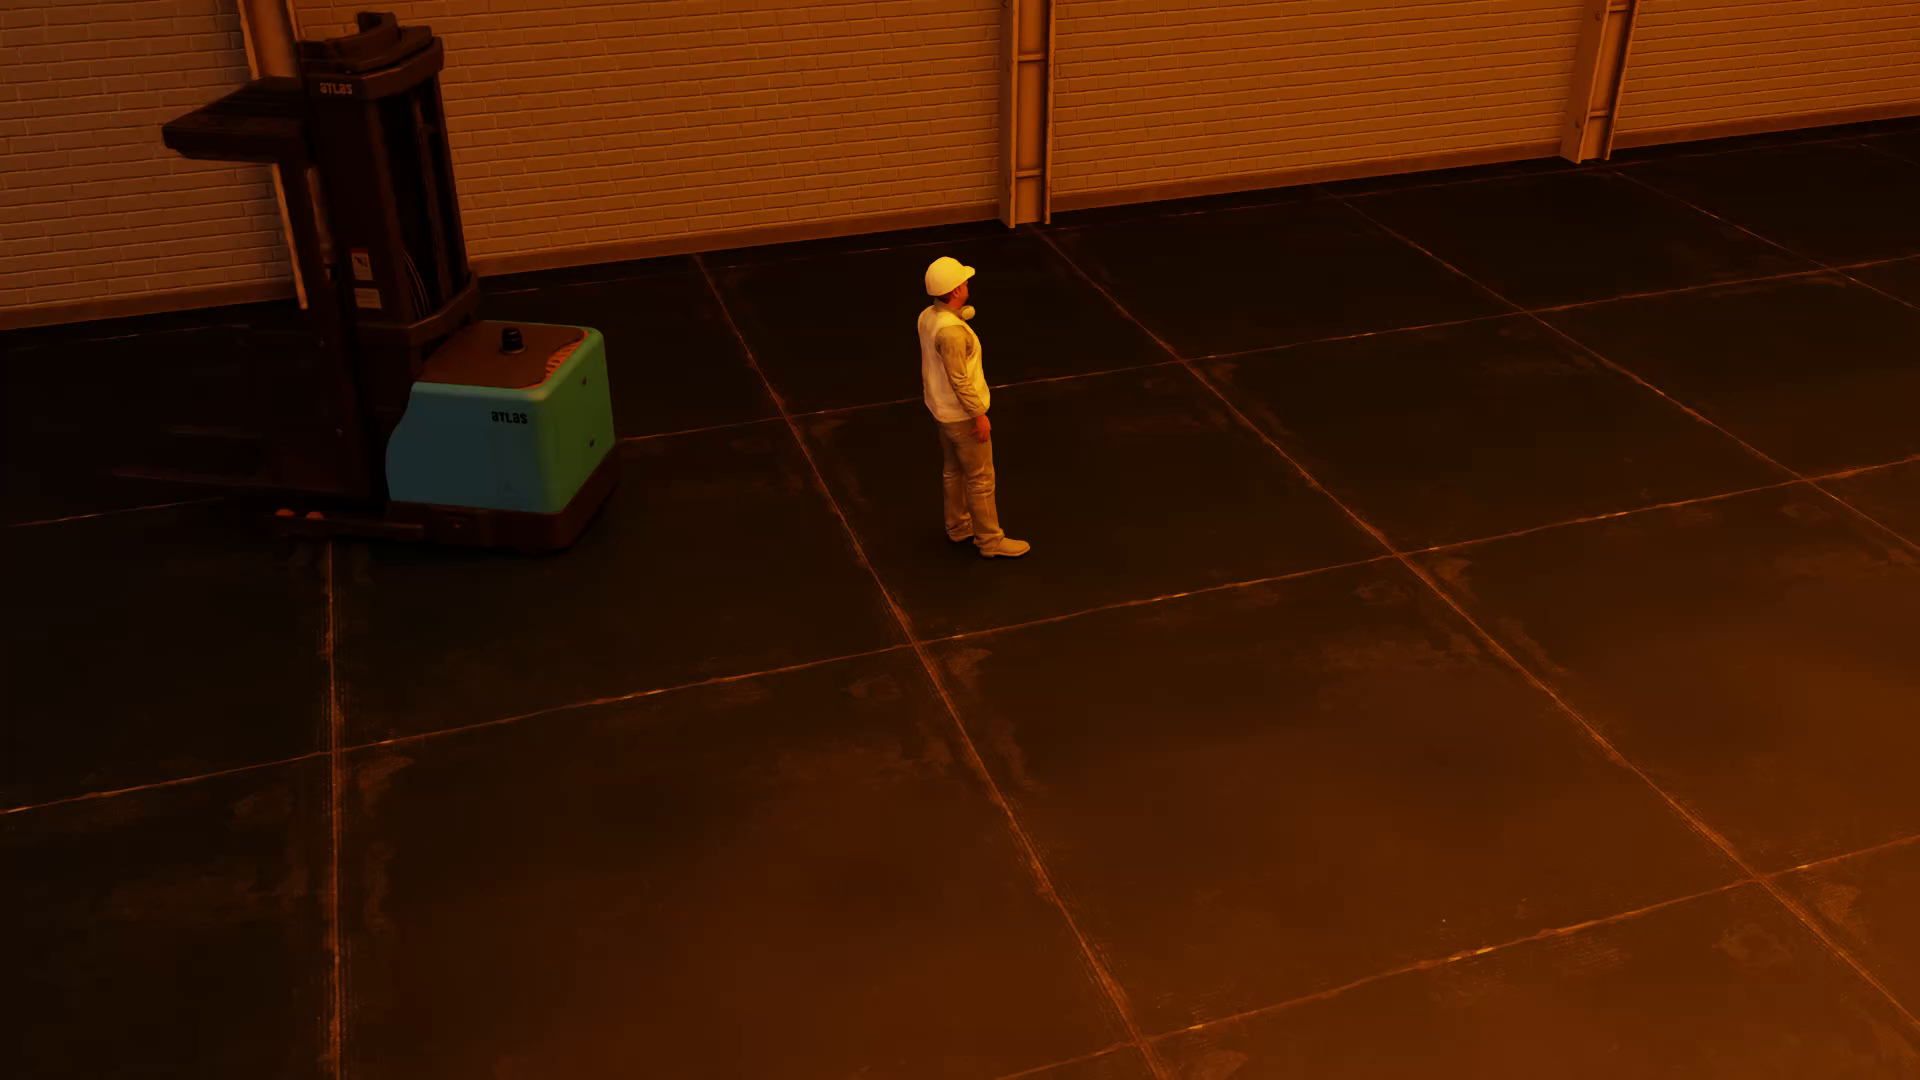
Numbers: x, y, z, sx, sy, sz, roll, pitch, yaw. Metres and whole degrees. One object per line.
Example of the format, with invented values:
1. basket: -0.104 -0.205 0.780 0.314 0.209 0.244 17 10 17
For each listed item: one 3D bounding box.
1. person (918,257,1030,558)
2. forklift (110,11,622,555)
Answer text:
1. person: 0.062 -0.782 9.591 0.566 1.775 0.634 -10 31 -16
2. forklift: -3.719 -1.525 9.737 3.031 2.935 1.130 5 30 8
